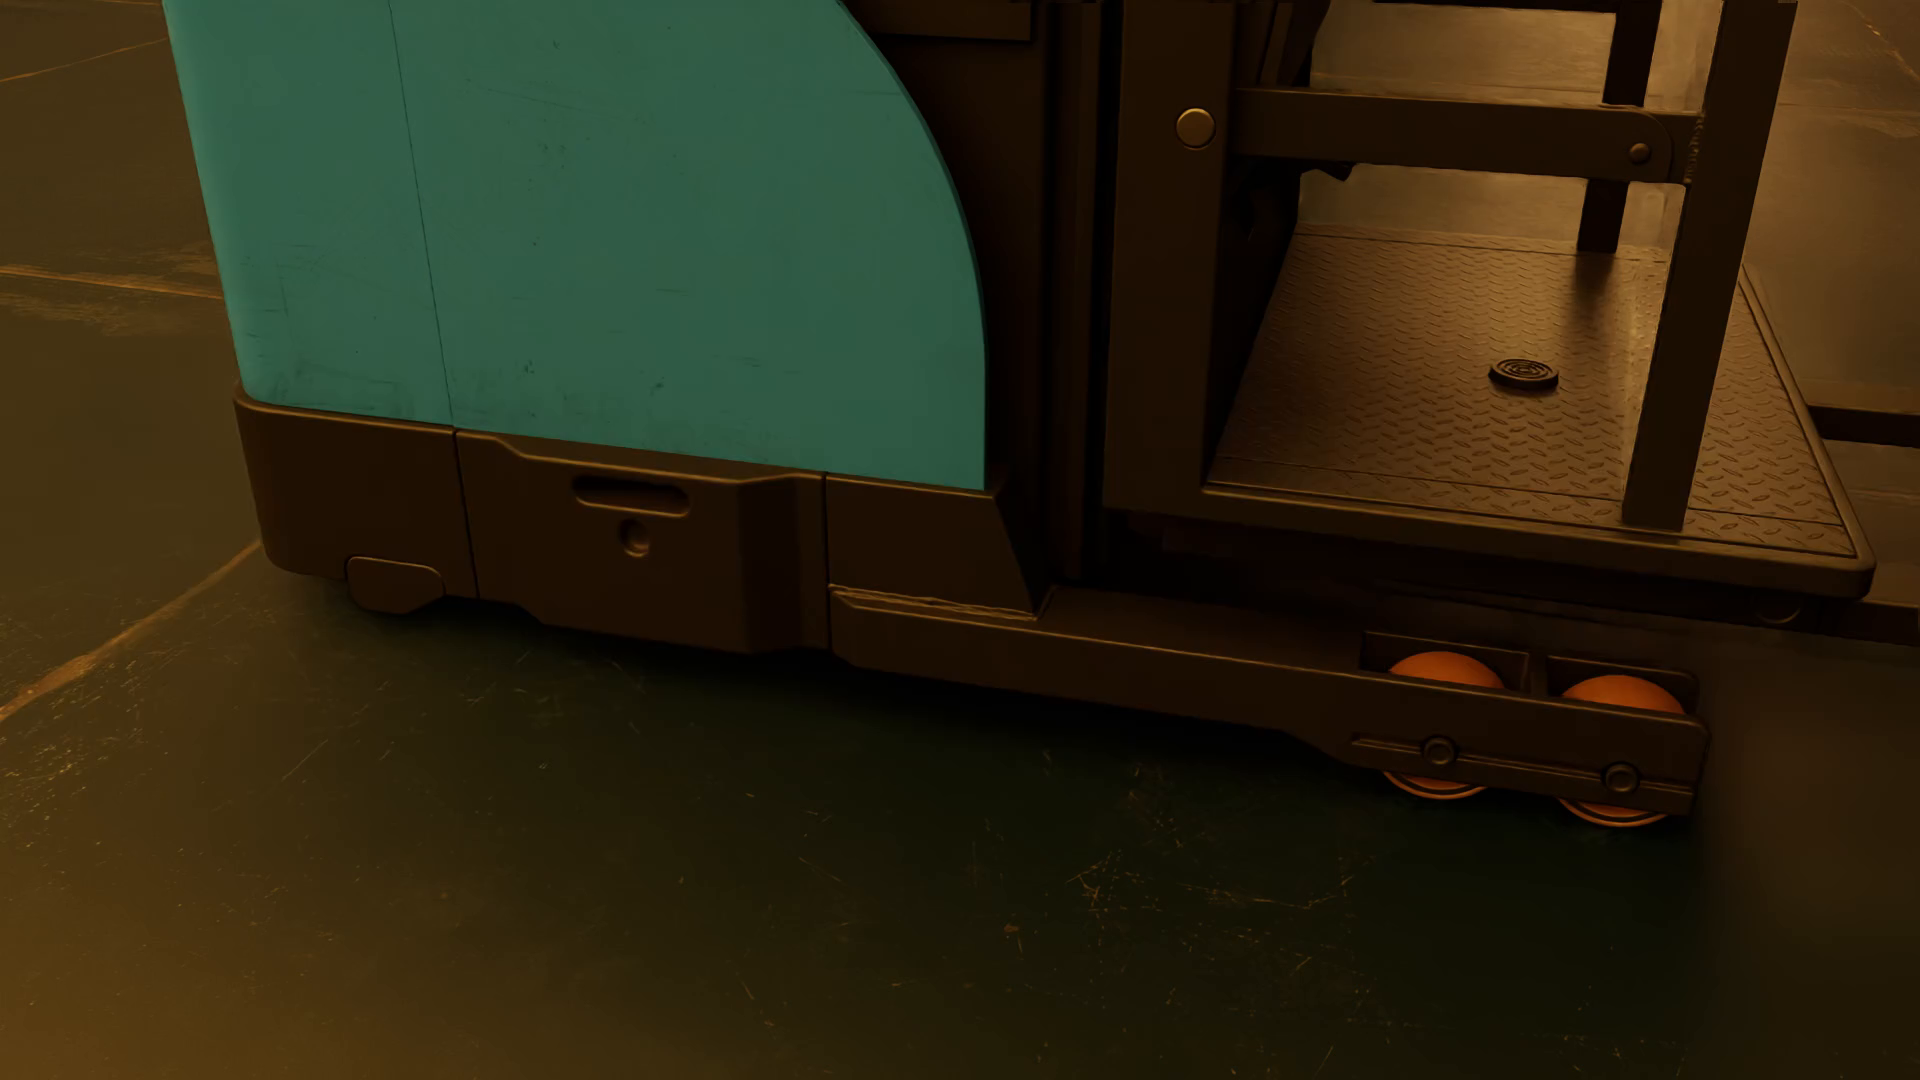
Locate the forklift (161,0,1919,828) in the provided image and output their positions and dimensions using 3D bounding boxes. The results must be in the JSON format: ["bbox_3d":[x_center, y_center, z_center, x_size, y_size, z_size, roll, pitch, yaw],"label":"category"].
[{"bbox_3d":[0.603,-1.252,1.729,3.031,2.935,1.130,7,28,14],"label":"forklift"}]
